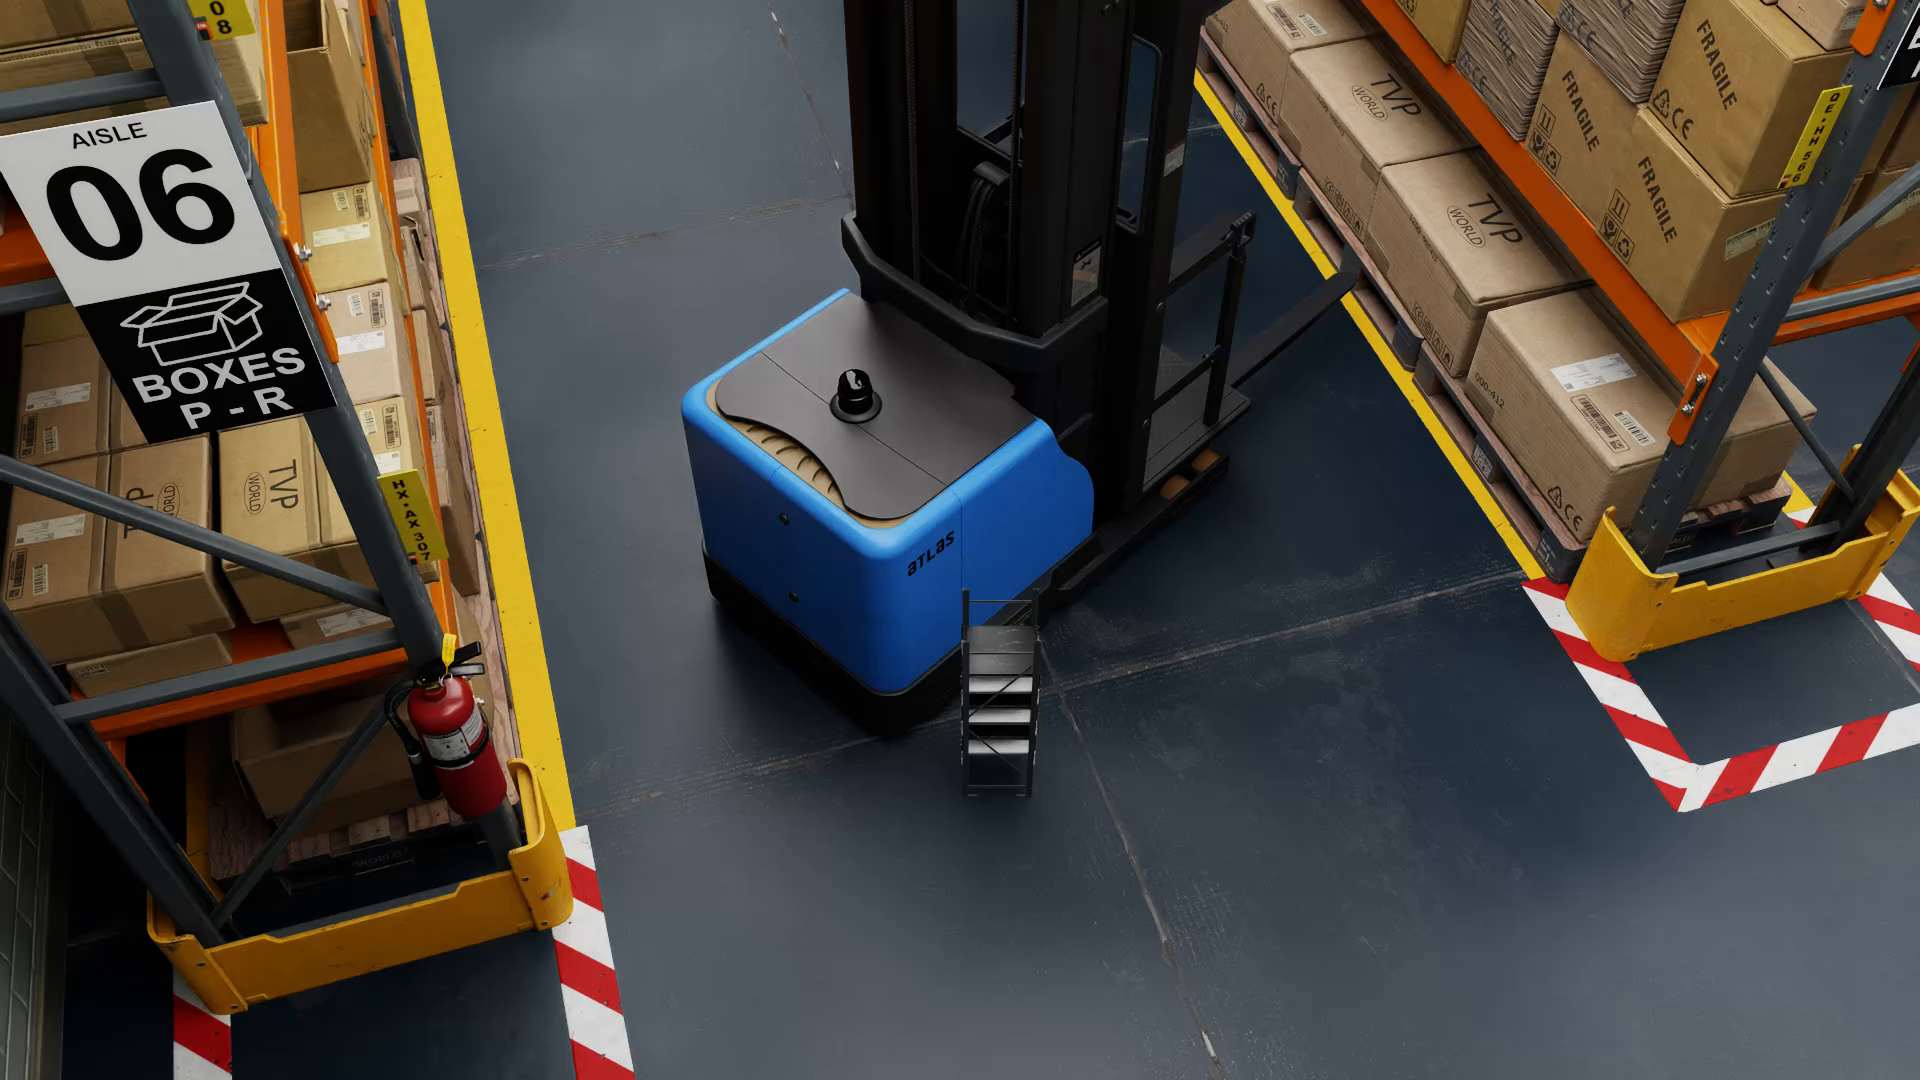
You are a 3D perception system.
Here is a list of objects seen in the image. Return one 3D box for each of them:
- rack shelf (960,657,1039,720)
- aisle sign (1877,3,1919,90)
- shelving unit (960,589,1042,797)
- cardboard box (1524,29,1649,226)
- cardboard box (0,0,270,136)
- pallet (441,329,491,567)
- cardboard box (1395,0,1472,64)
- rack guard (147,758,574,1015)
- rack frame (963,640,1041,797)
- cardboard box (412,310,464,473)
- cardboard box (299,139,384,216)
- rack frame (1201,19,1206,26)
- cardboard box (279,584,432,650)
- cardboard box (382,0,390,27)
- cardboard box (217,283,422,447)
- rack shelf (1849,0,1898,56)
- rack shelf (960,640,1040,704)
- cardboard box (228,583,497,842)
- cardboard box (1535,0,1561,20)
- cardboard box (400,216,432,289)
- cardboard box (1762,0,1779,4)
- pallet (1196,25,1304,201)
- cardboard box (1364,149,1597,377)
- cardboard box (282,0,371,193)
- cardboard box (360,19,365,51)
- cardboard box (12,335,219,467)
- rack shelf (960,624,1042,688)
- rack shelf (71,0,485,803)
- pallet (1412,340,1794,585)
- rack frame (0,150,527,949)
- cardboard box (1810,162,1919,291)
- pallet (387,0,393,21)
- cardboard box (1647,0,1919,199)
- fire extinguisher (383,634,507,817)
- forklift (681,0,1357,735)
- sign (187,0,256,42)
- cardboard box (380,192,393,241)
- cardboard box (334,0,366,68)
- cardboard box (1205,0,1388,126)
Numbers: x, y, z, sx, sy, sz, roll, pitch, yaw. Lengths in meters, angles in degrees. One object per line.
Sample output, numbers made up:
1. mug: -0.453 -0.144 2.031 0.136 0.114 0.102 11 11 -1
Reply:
1. rack shelf: 0.129 0.487 5.467 0.258 0.077 0.200 0 50 0
2. aisle sign: 2.614 -1.490 4.133 0.394 0.787 0.004 -13 51 -11
3. shelving unit: 0.129 0.523 5.510 0.258 0.900 0.210 0 50 0
4. cardboard box: 2.359 -1.469 5.751 0.500 0.500 0.500 -14 51 -12
5. cardboard box: -1.722 -1.050 3.404 0.500 0.250 0.500 -14 51 -11
6. pallet: -2.468 -0.278 6.636 1.003 0.211 1.213 -13 51 -11
7. cardboard box: 2.032 -2.217 6.381 0.500 0.500 0.500 -12 51 -10
8. rack guard: -1.874 1.101 5.285 1.175 0.500 0.348 -13 51 -11
9. rack frame: 0.129 0.601 5.445 0.240 0.900 0.006 0 50 0
10. cardboard box: -2.219 -0.489 6.350 0.500 0.500 0.500 -12 51 -10
11. cardboard box: -2.203 -1.196 5.489 0.500 0.250 0.500 -15 51 -12
12. rack frame: 1.706 -3.696 7.694 1.000 3.000 0.127 -13 51 -11
13. cardboard box: -1.687 0.129 4.633 0.380 0.149 0.250 -14 51 -11
14. cardboard box: -3.130 -2.691 8.207 0.500 0.500 0.500 -14 51 -11
15. cardboard box: -1.878 -0.458 4.867 0.500 0.250 0.500 -13 51 -11
16. rack shelf: 2.297 -2.970 5.590 1.077 0.370 4.000 -13 51 -11
17. rack shelf: 0.129 0.429 5.398 0.258 0.077 0.200 0 50 0
18. cardboard box: -1.942 0.552 5.471 0.797 0.503 0.637 -15 52 -12
19. cardboard box: 2.193 -2.164 5.683 0.500 0.500 0.500 -14 51 -11
20. cardboard box: -2.484 -1.224 7.123 0.396 0.266 0.258 -12 51 -10
21. cardboard box: 2.493 -1.735 4.897 0.380 0.149 0.250 -12 51 -10
22. pallet: 1.856 -2.224 8.277 1.003 0.211 1.213 -13 51 -11
23. cardboard box: 2.319 -1.210 6.999 0.875 0.438 0.875 -12 51 -10
24. cardboard box: -2.173 -1.427 5.193 0.500 0.500 0.500 -12 51 -10
25. cardboard box: -2.502 -1.945 6.381 0.380 0.149 0.250 -12 51 -10
26. cardboard box: -2.393 -0.350 4.776 0.500 0.250 0.500 -13 51 -11
27. rack shelf: 0.129 0.371 5.329 0.258 0.077 0.200 0 50 0
28. rack shelf: -2.443 -0.878 5.789 1.077 0.370 4.000 -13 51 -11
29. pallet: 2.577 -0.442 6.774 1.003 0.211 1.213 -13 51 -11
30. rack frame: -1.852 0.350 4.282 1.000 3.000 0.127 -13 51 -11
31. cardboard box: 3.021 -1.222 5.543 0.500 0.500 0.500 -14 51 -11
32. pallet: -3.676 -3.150 9.058 1.003 0.211 1.213 -13 51 -11
33. cardboard box: 2.519 -1.427 5.062 0.500 0.500 0.500 -12 51 -10
34. fire extinguisher: -1.367 0.499 4.452 0.296 0.674 0.183 -13 51 -11
35. forklift: 0.434 -1.288 5.708 1.130 2.935 3.031 36 59 27
36. sign: -1.334 -1.021 2.905 0.100 0.325 0.005 -13 51 -11
37. cardboard box: -2.118 -1.011 5.594 0.380 0.149 0.250 -12 51 -10
38. cardboard box: -2.489 -1.939 6.116 0.500 0.250 0.500 -13 51 -11
39. cardboard box: 1.789 -2.523 8.106 0.875 0.438 0.875 -14 51 -12
